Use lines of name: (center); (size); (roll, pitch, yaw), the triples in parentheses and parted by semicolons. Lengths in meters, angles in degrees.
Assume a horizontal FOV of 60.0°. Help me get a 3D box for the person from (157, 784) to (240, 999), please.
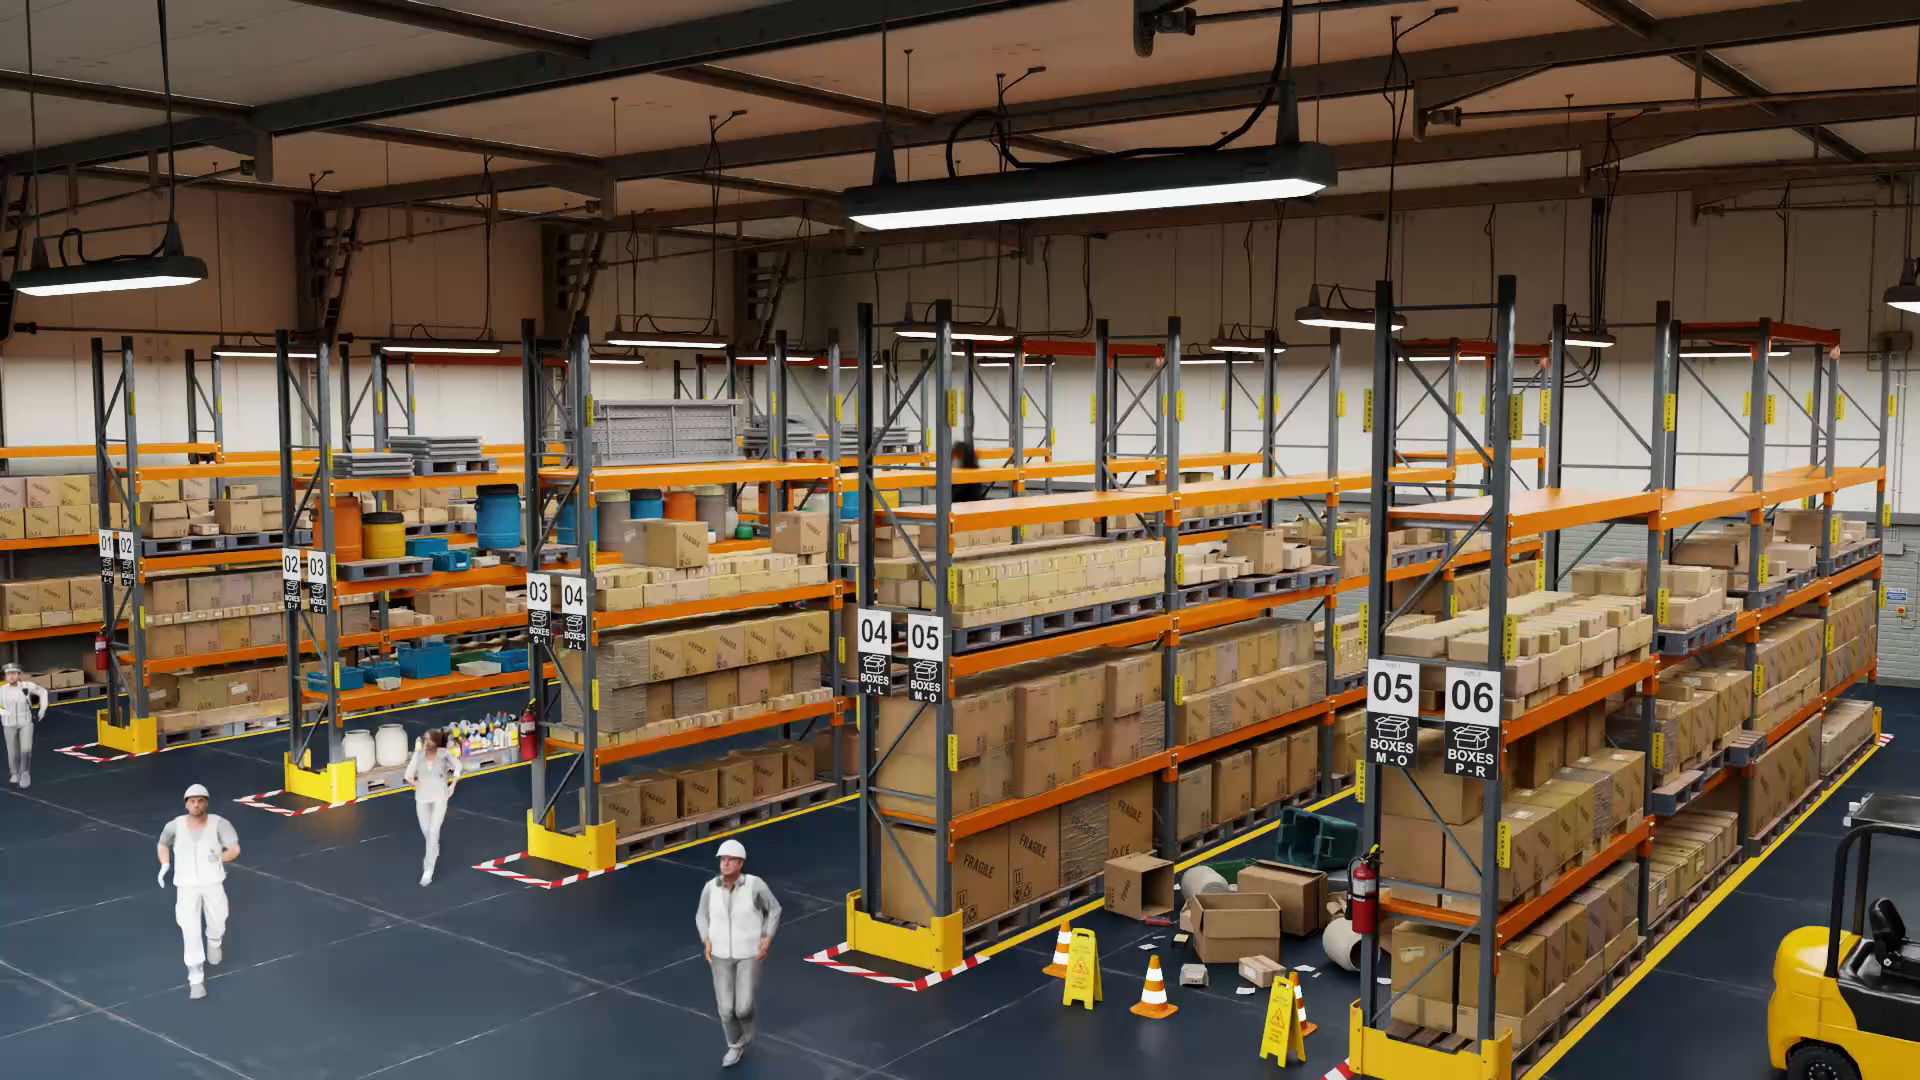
person: (-6.623, 3.002, 14.490); (0.665, 1.768, 0.985); (-2, 5, -23)

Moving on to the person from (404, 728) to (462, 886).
person: (-5.656, 2.814, 17.865); (0.557, 1.635, 0.763); (0, 5, -2)

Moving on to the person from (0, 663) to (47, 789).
person: (-12.319, 2.420, 21.790); (0.622, 1.666, 0.823); (-2, 5, -23)

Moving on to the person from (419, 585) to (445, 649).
person: (-9.643, 1.659, 30.658); (0.709, 1.673, 0.798); (4, 6, 35)

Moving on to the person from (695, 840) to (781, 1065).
person: (-1.736, 3.188, 12.882); (0.667, 1.736, 0.526); (0, 5, 5)
